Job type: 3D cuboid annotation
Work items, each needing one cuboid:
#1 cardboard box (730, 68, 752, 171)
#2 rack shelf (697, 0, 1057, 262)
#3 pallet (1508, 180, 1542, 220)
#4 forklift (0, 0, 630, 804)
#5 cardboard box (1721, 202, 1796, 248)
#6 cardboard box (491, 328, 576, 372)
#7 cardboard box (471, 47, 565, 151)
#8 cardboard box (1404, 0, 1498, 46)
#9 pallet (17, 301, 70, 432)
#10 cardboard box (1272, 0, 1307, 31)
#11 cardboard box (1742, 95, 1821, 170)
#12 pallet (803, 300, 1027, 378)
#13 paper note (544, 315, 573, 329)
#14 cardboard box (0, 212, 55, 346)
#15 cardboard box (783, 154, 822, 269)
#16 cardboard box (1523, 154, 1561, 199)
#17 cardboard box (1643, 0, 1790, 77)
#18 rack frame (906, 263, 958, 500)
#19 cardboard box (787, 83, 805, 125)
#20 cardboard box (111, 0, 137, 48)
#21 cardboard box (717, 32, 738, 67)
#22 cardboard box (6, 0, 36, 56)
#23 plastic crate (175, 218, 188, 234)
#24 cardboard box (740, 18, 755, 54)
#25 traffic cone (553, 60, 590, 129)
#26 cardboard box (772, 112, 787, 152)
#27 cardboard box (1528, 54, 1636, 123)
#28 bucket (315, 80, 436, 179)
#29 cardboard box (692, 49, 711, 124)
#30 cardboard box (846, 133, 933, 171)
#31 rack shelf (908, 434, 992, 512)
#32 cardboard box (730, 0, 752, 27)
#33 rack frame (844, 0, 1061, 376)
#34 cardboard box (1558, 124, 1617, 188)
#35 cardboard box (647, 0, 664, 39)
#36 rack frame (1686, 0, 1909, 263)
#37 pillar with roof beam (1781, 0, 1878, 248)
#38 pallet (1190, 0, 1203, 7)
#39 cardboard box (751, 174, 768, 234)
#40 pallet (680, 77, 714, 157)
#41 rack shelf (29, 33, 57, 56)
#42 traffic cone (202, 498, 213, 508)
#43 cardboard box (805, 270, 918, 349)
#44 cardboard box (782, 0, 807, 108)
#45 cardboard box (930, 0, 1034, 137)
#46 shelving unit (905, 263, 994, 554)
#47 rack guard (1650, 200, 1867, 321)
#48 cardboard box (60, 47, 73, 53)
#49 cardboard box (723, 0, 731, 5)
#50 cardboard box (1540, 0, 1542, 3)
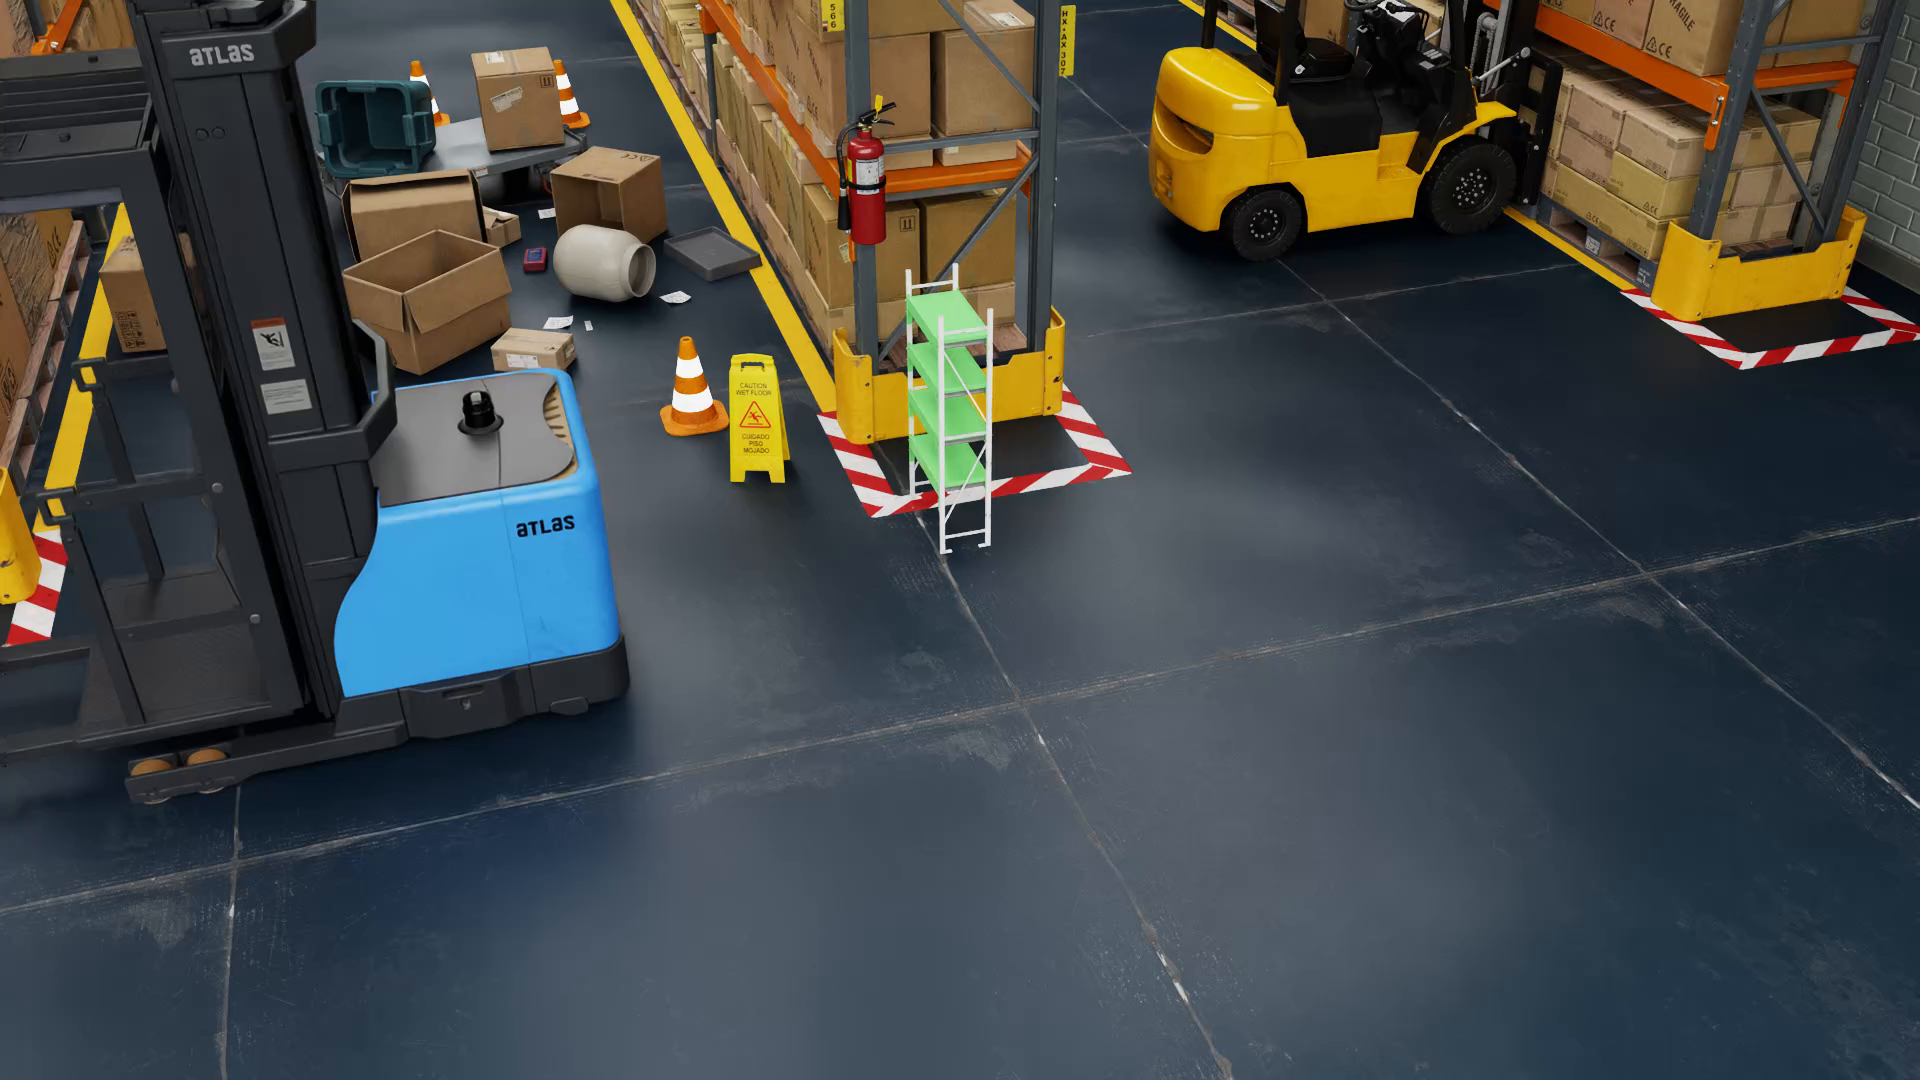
[{"bbox_3d":[-1.152,-2.684,10.525,0.500,0.500,0.500,-9,34,-13],"label":"cardboard box"},{"bbox_3d":[-0.640,-2.628,9.658,1.077,0.370,4.000,-10,35,-15],"label":"rack shelf"},{"bbox_3d":[4.055,-2.585,11.470,1.003,0.211,1.213,-10,35,-15],"label":"pallet"},{"bbox_3d":[-2.912,-0.559,5.937,3.031,2.935,1.130,-10,35,-15],"label":"forklift"},{"bbox_3d":[4.733,-2.033,10.219,0.500,0.250,0.500,-10,35,-15],"label":"cardboard box"},{"bbox_3d":[-2.353,-1.036,9.183,0.380,0.149,0.250,7,34,10],"label":"cardboard box"},{"bbox_3d":[-2.936,-2.936,11.052,0.500,0.500,0.500,-10,35,-15],"label":"cardboard box"},{"bbox_3d":[3.471,-3.683,11.809,0.500,0.250,0.500,-10,35,-15],"label":"cardboard box"},{"bbox_3d":[-5.400,-0.875,8.882,1.003,0.211,1.213,-10,35,-15],"label":"pallet"},{"bbox_3d":[3.077,-4.680,13.884,0.875,0.625,0.625,-10,35,-15],"label":"cardboard box"},{"bbox_3d":[4.730,-2.444,9.934,0.500,0.250,0.500,-11,35,-15],"label":"cardboard box"},{"bbox_3d":[-0.267,-1.187,9.354,1.003,0.211,1.213,-10,35,-15],"label":"pallet"},{"bbox_3d":[-2.330,-1.267,9.650,0.148,0.019,0.142,1,33,2],"label":"paper note"},{"bbox_3d":[-5.529,-1.566,8.946,0.875,0.875,0.875,-10,35,-14],"label":"cardboard box"},{"bbox_3d":[-0.685,-1.869,9.290,0.500,0.500,0.500,-9,34,-13],"label":"cardboard box"},{"bbox_3d":[3.966,-2.463,10.869,0.500,0.250,0.500,-10,35,-14],"label":"cardboard box"},{"bbox_3d":[4.296,-2.970,9.434,0.500,0.500,0.500,-11,35,-16],"label":"cardboard box"},{"bbox_3d":[-0.125,-0.716,7.744,0.240,1.200,0.015,-10,35,-15],"label":"rack frame"},{"bbox_3d":[-0.695,-2.316,8.762,0.380,0.149,0.250,-9,35,-14],"label":"cardboard box"},{"bbox_3d":[-7.053,-4.094,12.885,1.050,0.750,0.750,-10,35,-15],"label":"cardboard box"},{"bbox_3d":[-1.346,-3.158,10.654,0.380,0.149,0.250,-10,35,-14],"label":"cardboard box"},{"bbox_3d":[-5.809,-2.963,9.377,0.875,0.550,0.550,-10,35,-15],"label":"cardboard box"},{"bbox_3d":[-4.632,-2.072,10.664,0.450,0.188,0.662,-2,32,16],"label":"plastic crate"},{"bbox_3d":[-1.078,-2.980,9.767,0.380,0.149,0.250,-10,35,-15],"label":"cardboard box"},{"bbox_3d":[-2.961,-3.335,12.377,0.336,0.463,0.334,-10,35,-15],"label":"traffic cone"},{"bbox_3d":[-0.851,-2.319,9.383,0.380,0.149,0.250,-9,34,-13],"label":"cardboard box"},{"bbox_3d":[3.934,-2.879,10.593,0.500,0.250,0.500,-10,35,-14],"label":"cardboard box"},{"bbox_3d":[-3.696,-2.677,10.671,0.726,0.611,0.620,1,23,2],"label":"bucket"},{"bbox_3d":[-1.412,-3.332,12.074,0.950,0.372,0.625,-10,35,-14],"label":"cardboard box"},{"bbox_3d":[-0.347,-1.933,8.183,0.380,0.149,0.250,-9,34,-13],"label":"cardboard box"},{"bbox_3d":[-0.050,-0.334,7.718,0.258,0.148,0.480,-10,35,-15],"label":"rack shelf"},{"bbox_3d":[-1.065,-3.340,9.724,0.500,0.500,0.500,-10,35,-15],"label":"cardboard box"},{"bbox_3d":[-0.030,-1.878,7.871,1.000,3.000,0.127,-10,35,-15],"label":"rack frame"},{"bbox_3d":[4.108,-2.419,10.350,0.500,0.250,0.500,-10,35,-15],"label":"cardboard box"},{"bbox_3d":[-2.074,-4.472,13.800,0.950,0.372,0.625,-11,35,-16],"label":"cardboard box"},{"bbox_3d":[4.696,-2.714,9.137,1.000,3.000,0.127,-10,35,-15],"label":"rack frame"},{"bbox_3d":[1.243,-5.010,7.170,9.100,9.000,0.400,-10,35,-15],"label":"pillar with roof beam"},{"bbox_3d":[2.470,-5.312,15.598,1.003,0.211,1.213,-10,35,-15],"label":"pallet"},{"bbox_3d":[-0.989,-2.094,10.312,0.500,0.250,0.500,-10,35,-15],"label":"cardboard box"},{"bbox_3d":[-1.489,-3.223,12.436,1.003,0.211,1.213,-10,35,-15],"label":"pallet"},{"bbox_3d":[-5.323,-1.742,8.318,1.077,0.370,4.000,-10,35,-15],"label":"rack shelf"},{"bbox_3d":[-3.523,-0.451,8.013,0.336,0.463,0.334,-10,35,-15],"label":"traffic cone"},{"bbox_3d":[-0.540,-1.297,9.106,0.500,0.250,0.500,-10,35,-15],"label":"cardboard box"},{"bbox_3d":[-0.606,-2.546,8.521,0.500,0.500,0.500,-10,35,-15],"label":"cardboard box"},{"bbox_3d":[0.090,-2.339,8.208,0.500,0.500,0.500,-11,35,-15],"label":"cardboard box"},{"bbox_3d":[-0.050,-0.587,7.551,0.258,1.200,0.503,-10,35,-15],"label":"shelving unit"},{"bbox_3d":[4.704,-1.659,9.807,1.175,0.500,0.348,-10,35,-15],"label":"rack guard"},{"bbox_3d":[-6.208,-2.640,10.684,1.050,0.750,0.750,-10,35,-15],"label":"cardboard box"},{"bbox_3d":[-1.333,-3.530,10.599,0.380,0.149,0.250,-9,35,-13],"label":"cardboard box"},{"bbox_3d":[3.826,-3.775,10.652,0.500,0.500,0.500,-10,35,-14],"label":"cardboard box"}]
